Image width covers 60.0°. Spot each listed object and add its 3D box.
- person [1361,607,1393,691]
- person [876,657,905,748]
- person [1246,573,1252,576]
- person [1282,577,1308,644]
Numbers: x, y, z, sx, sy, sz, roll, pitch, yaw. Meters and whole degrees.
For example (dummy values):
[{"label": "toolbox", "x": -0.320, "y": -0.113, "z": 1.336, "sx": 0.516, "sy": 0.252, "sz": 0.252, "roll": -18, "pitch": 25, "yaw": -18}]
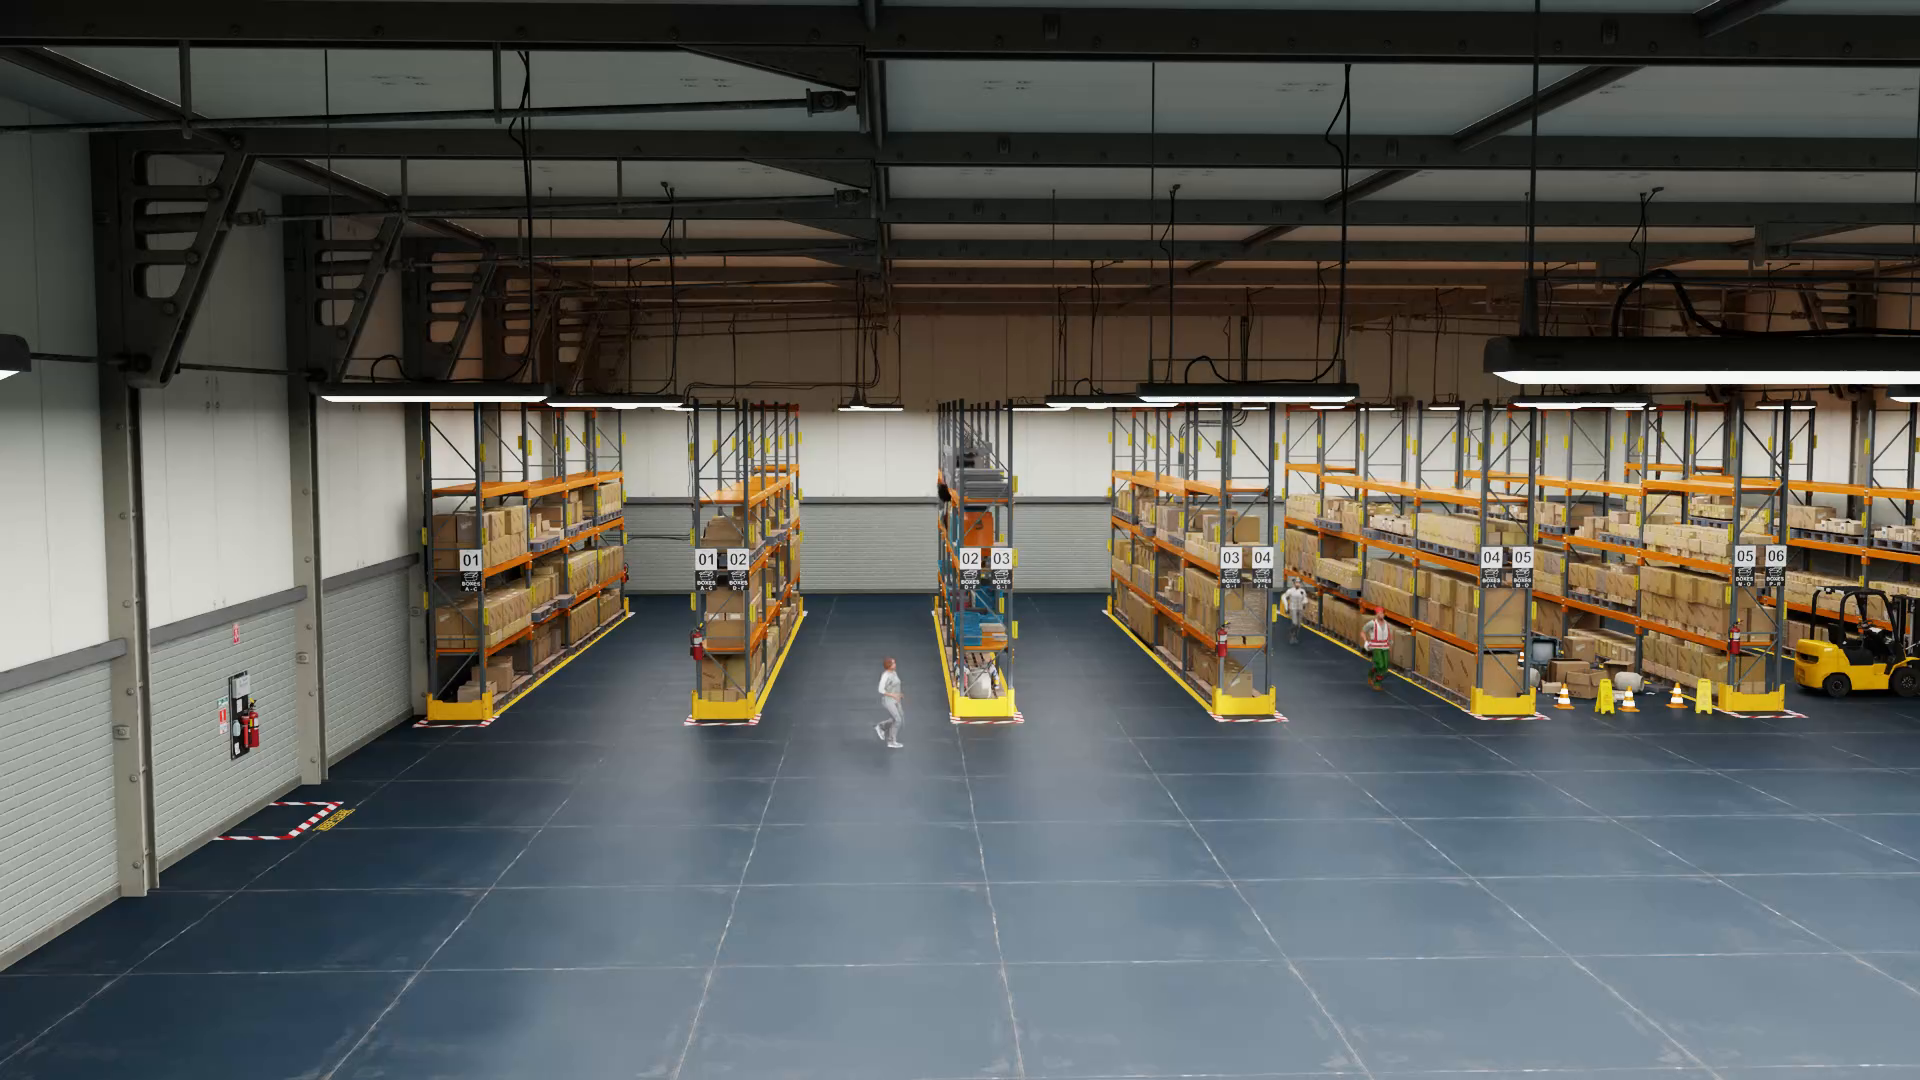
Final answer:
[{"label": "person", "x": 8.661, "y": 2.248, "z": 34.258, "sx": 0.656, "sy": 1.741, "sz": 0.583, "roll": -1, "pitch": 5, "yaw": -16}, {"label": "person", "x": -1.218, "y": 2.783, "z": 28.518, "sx": 0.566, "sy": 1.546, "sz": 0.534, "roll": 2, "pitch": 5, "yaw": 23}, {"label": "person", "x": 8.043, "y": 1.245, "z": 47.942, "sx": 0.738, "sy": 1.694, "sz": 0.901, "roll": 2, "pitch": 5, "yaw": 27}, {"label": "person", "x": 8.332, "y": 1.748, "z": 41.190, "sx": 0.583, "sy": 1.673, "sz": 0.649, "roll": -1, "pitch": 4, "yaw": -8}]
